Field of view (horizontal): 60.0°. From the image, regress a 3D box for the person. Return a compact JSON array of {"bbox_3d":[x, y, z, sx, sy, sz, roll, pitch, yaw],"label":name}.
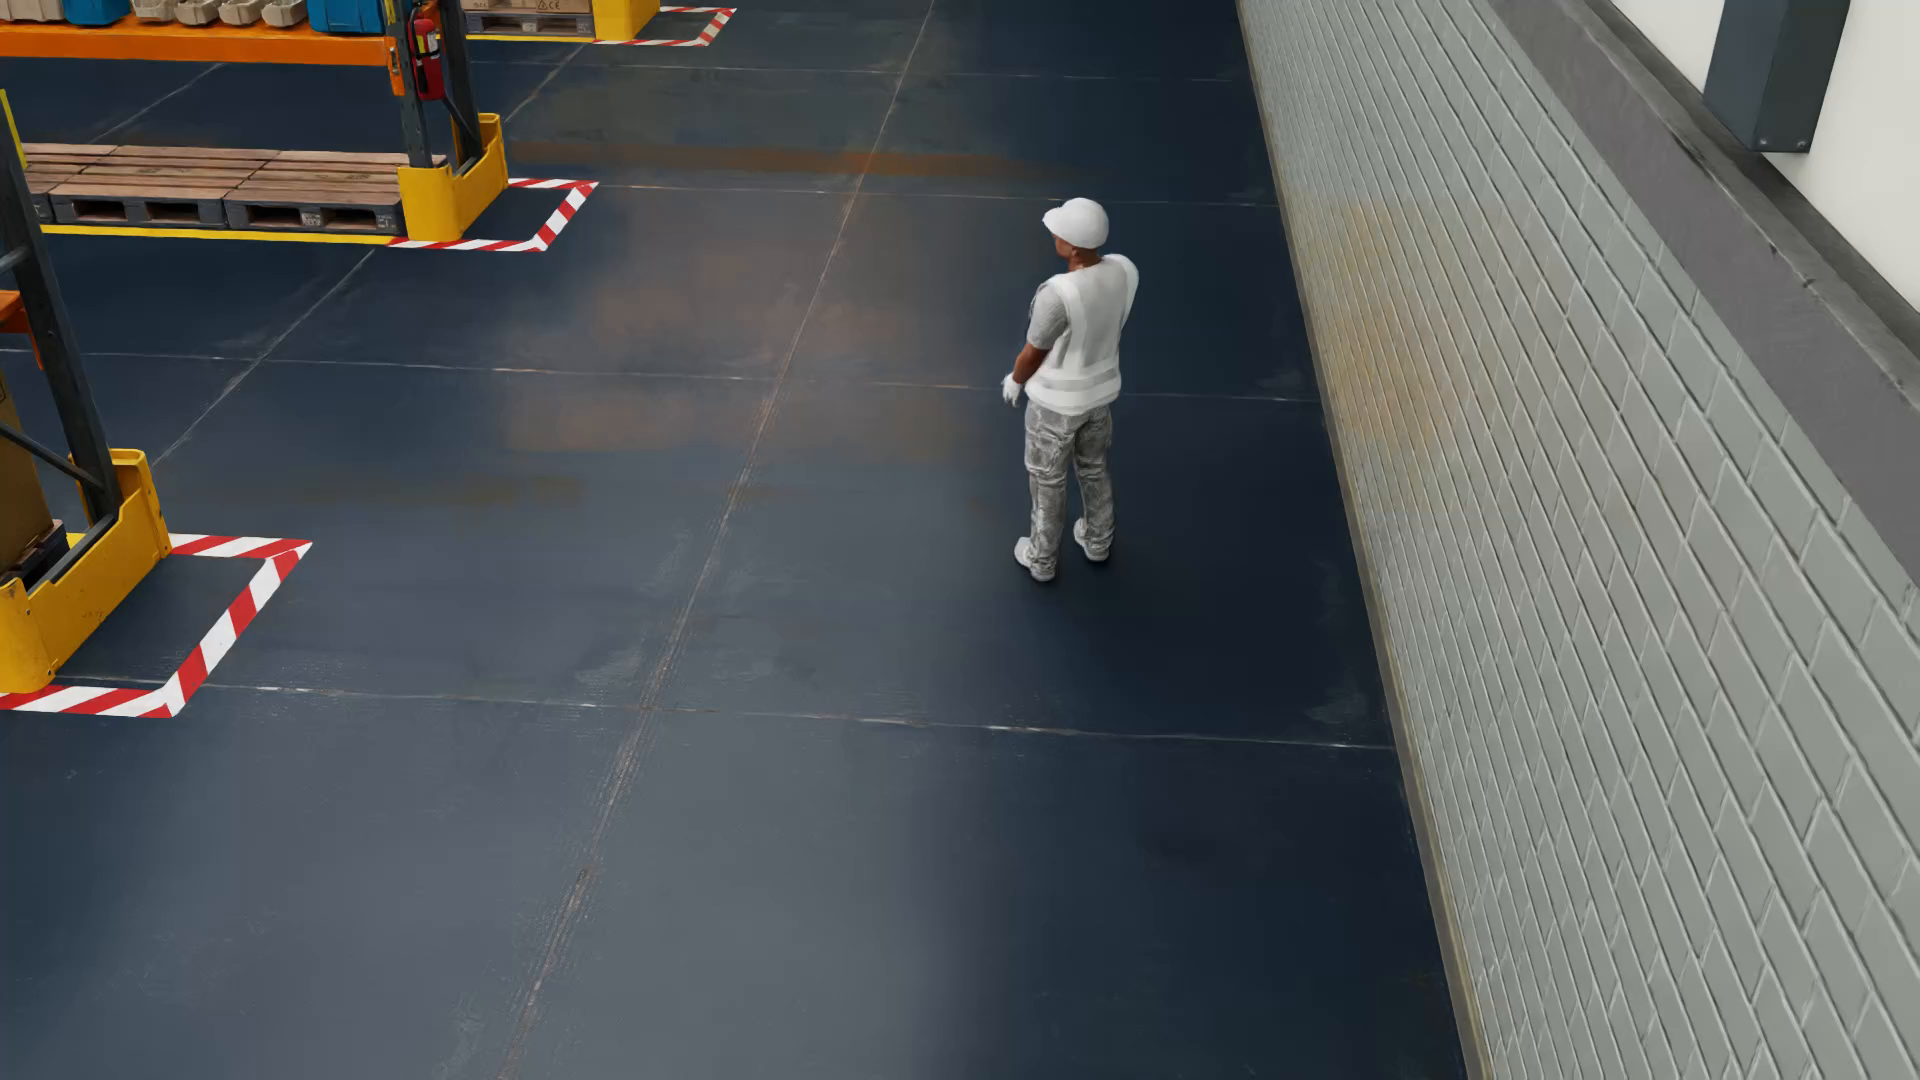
[{"bbox_3d":[0.422,-0.664,7.146,0.500,1.790,0.587,14,34,22],"label":"person"}]
